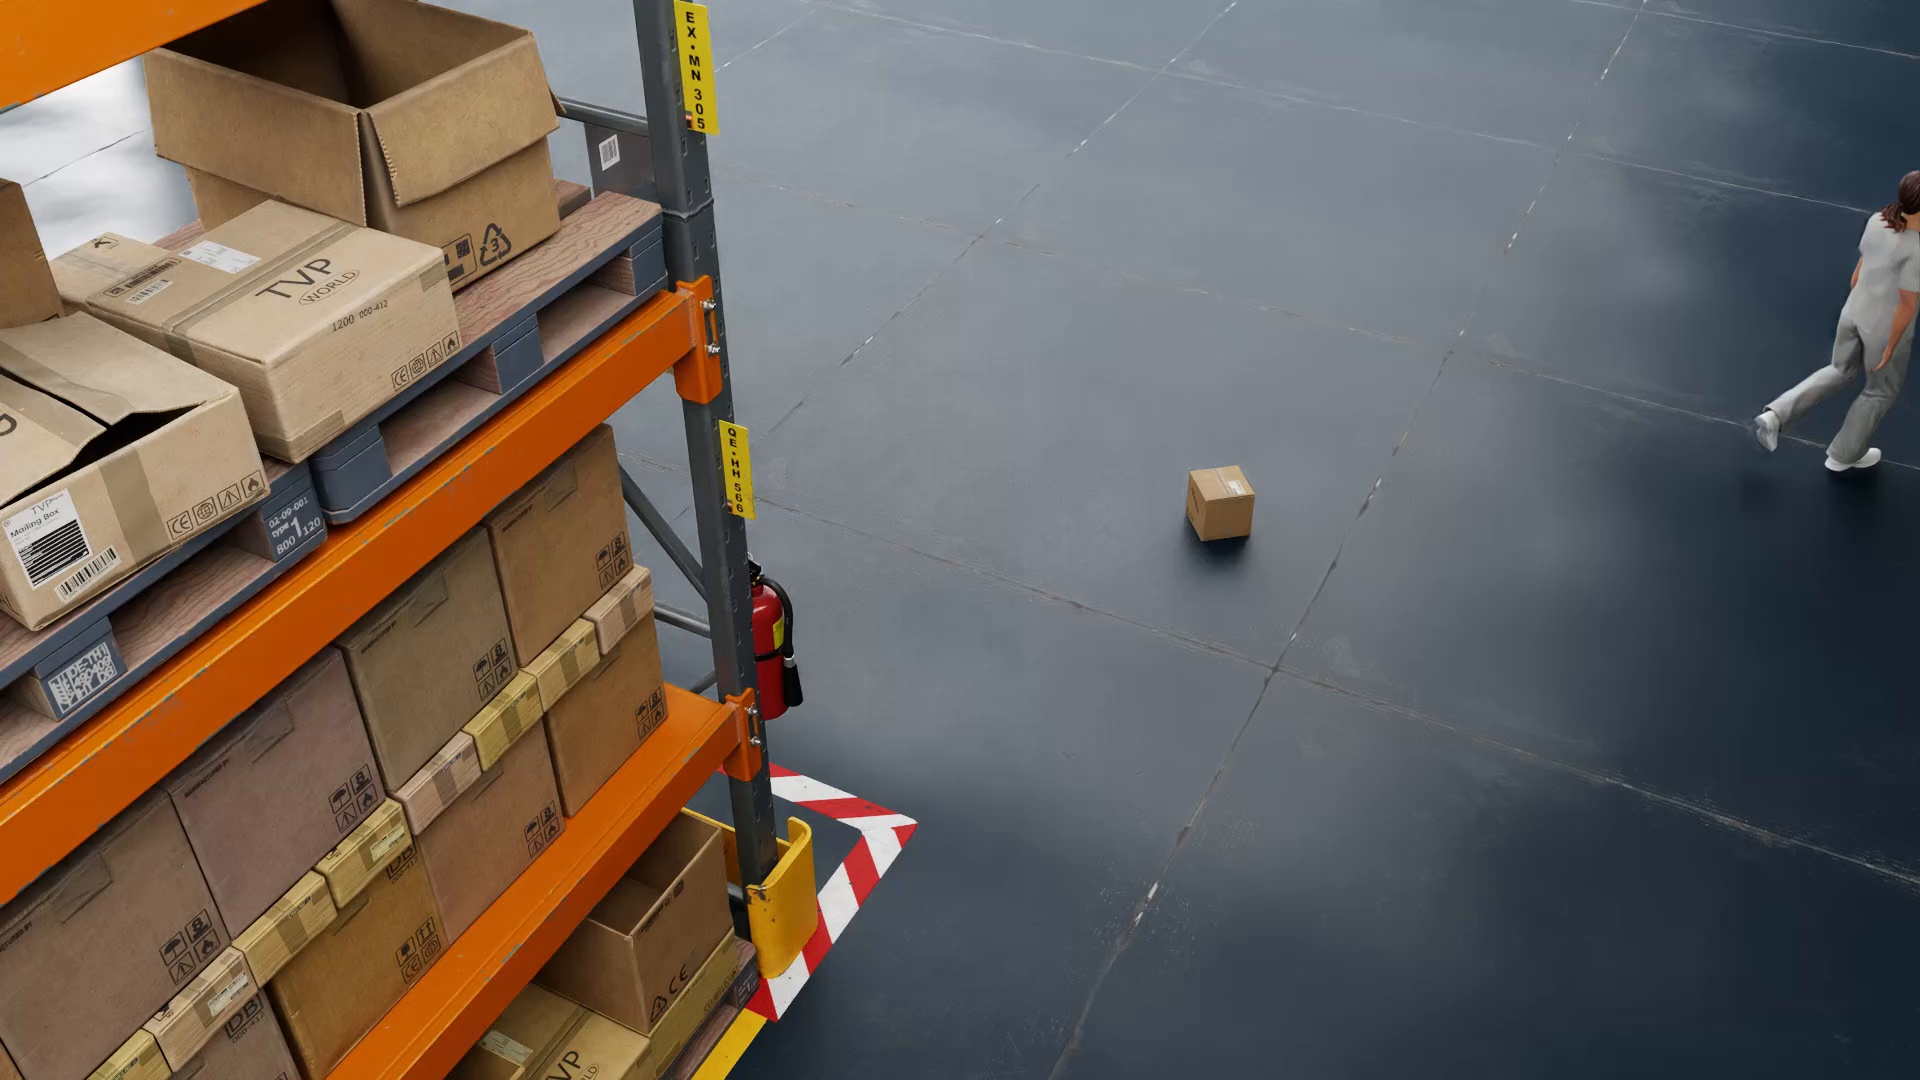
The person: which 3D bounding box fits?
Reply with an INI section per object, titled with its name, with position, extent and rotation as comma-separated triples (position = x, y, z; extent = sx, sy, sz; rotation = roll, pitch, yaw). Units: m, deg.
[person]
position = 4.383, -1.011, 8.046
extent = 0.718, 1.606, 0.448
rotation = -10, 39, -12
